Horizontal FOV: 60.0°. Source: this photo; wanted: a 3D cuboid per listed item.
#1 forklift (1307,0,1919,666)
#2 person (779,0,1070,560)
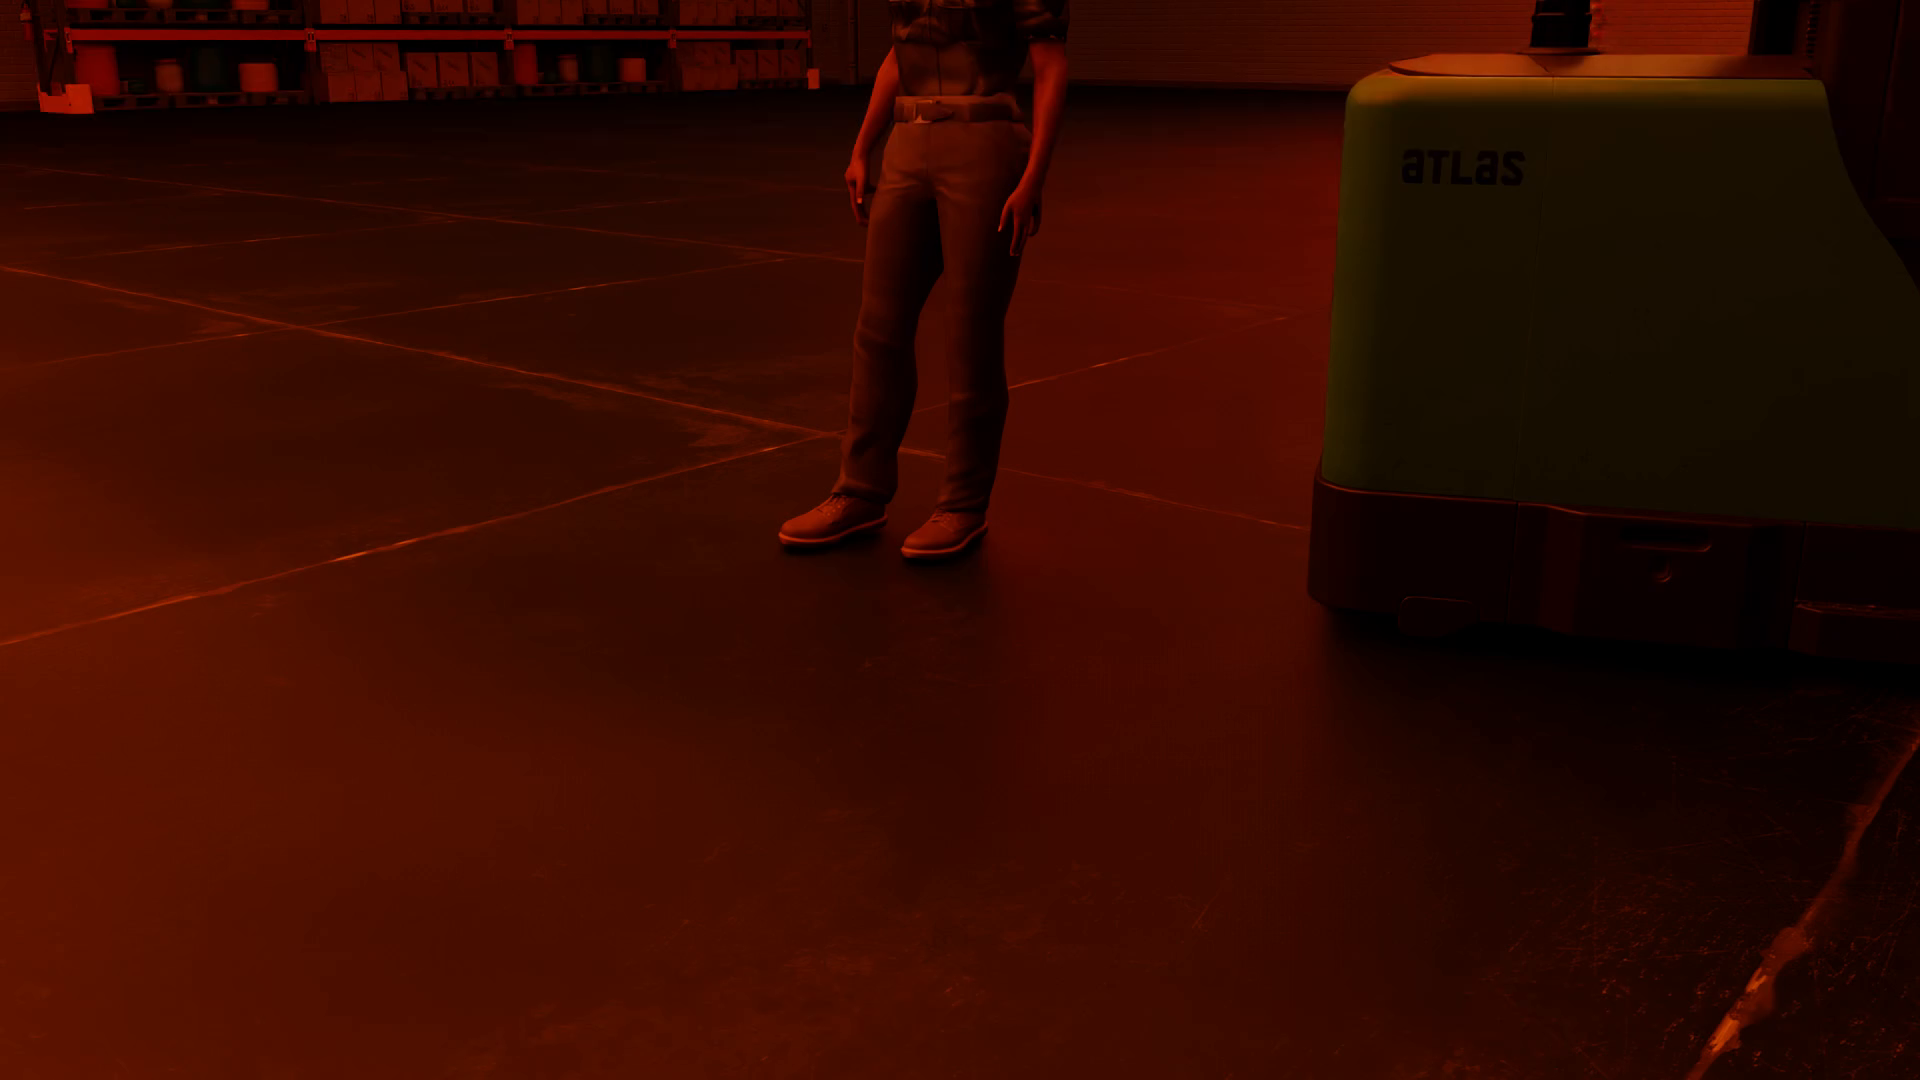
[{"bbox_3d":[2.275,-1.228,2.942,3.031,2.935,1.130,5,18,15],"label":"forklift"},{"bbox_3d":[-0.071,-0.782,3.646,0.570,1.657,0.502,13,21,37],"label":"person"}]
